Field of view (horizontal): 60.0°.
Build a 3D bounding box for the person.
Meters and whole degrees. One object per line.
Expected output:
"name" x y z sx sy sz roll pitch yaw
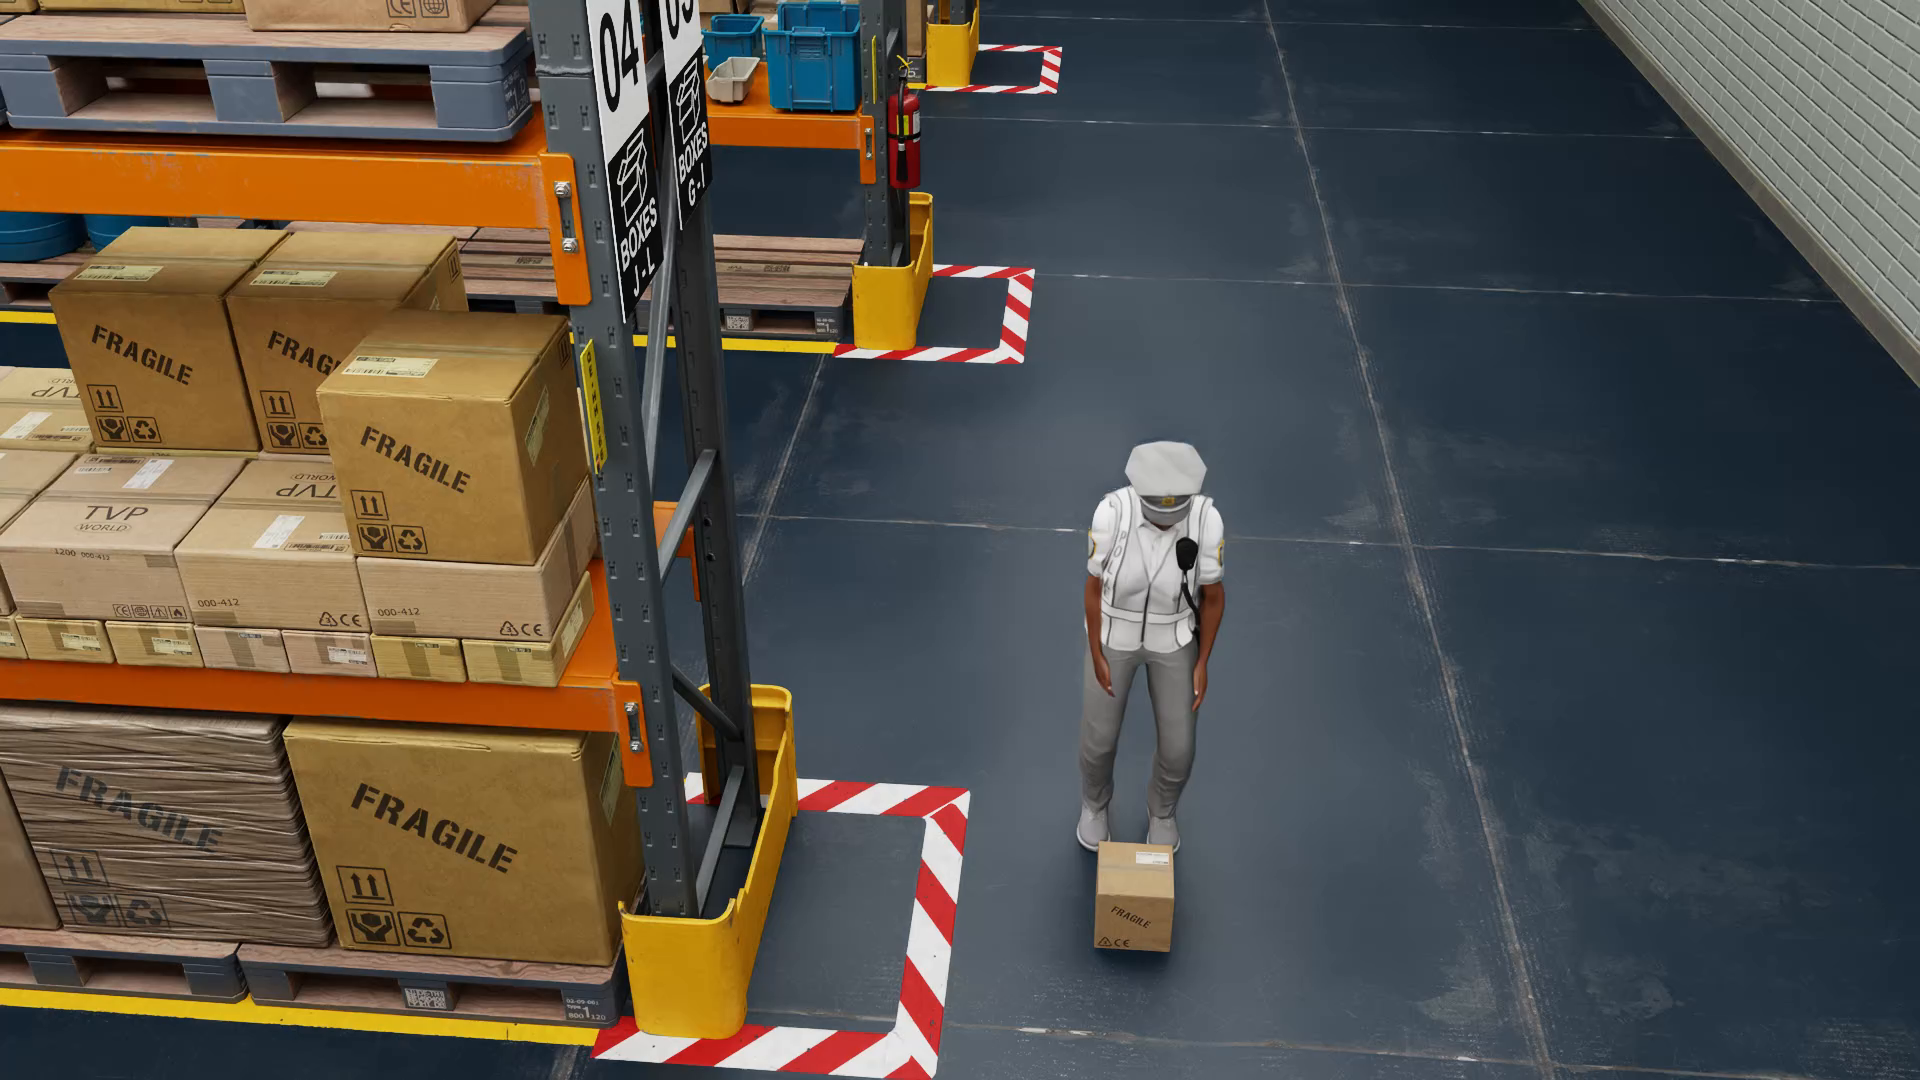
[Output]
"person" 0.641 0.375 5.599 0.461 1.615 0.460 3 32 5
